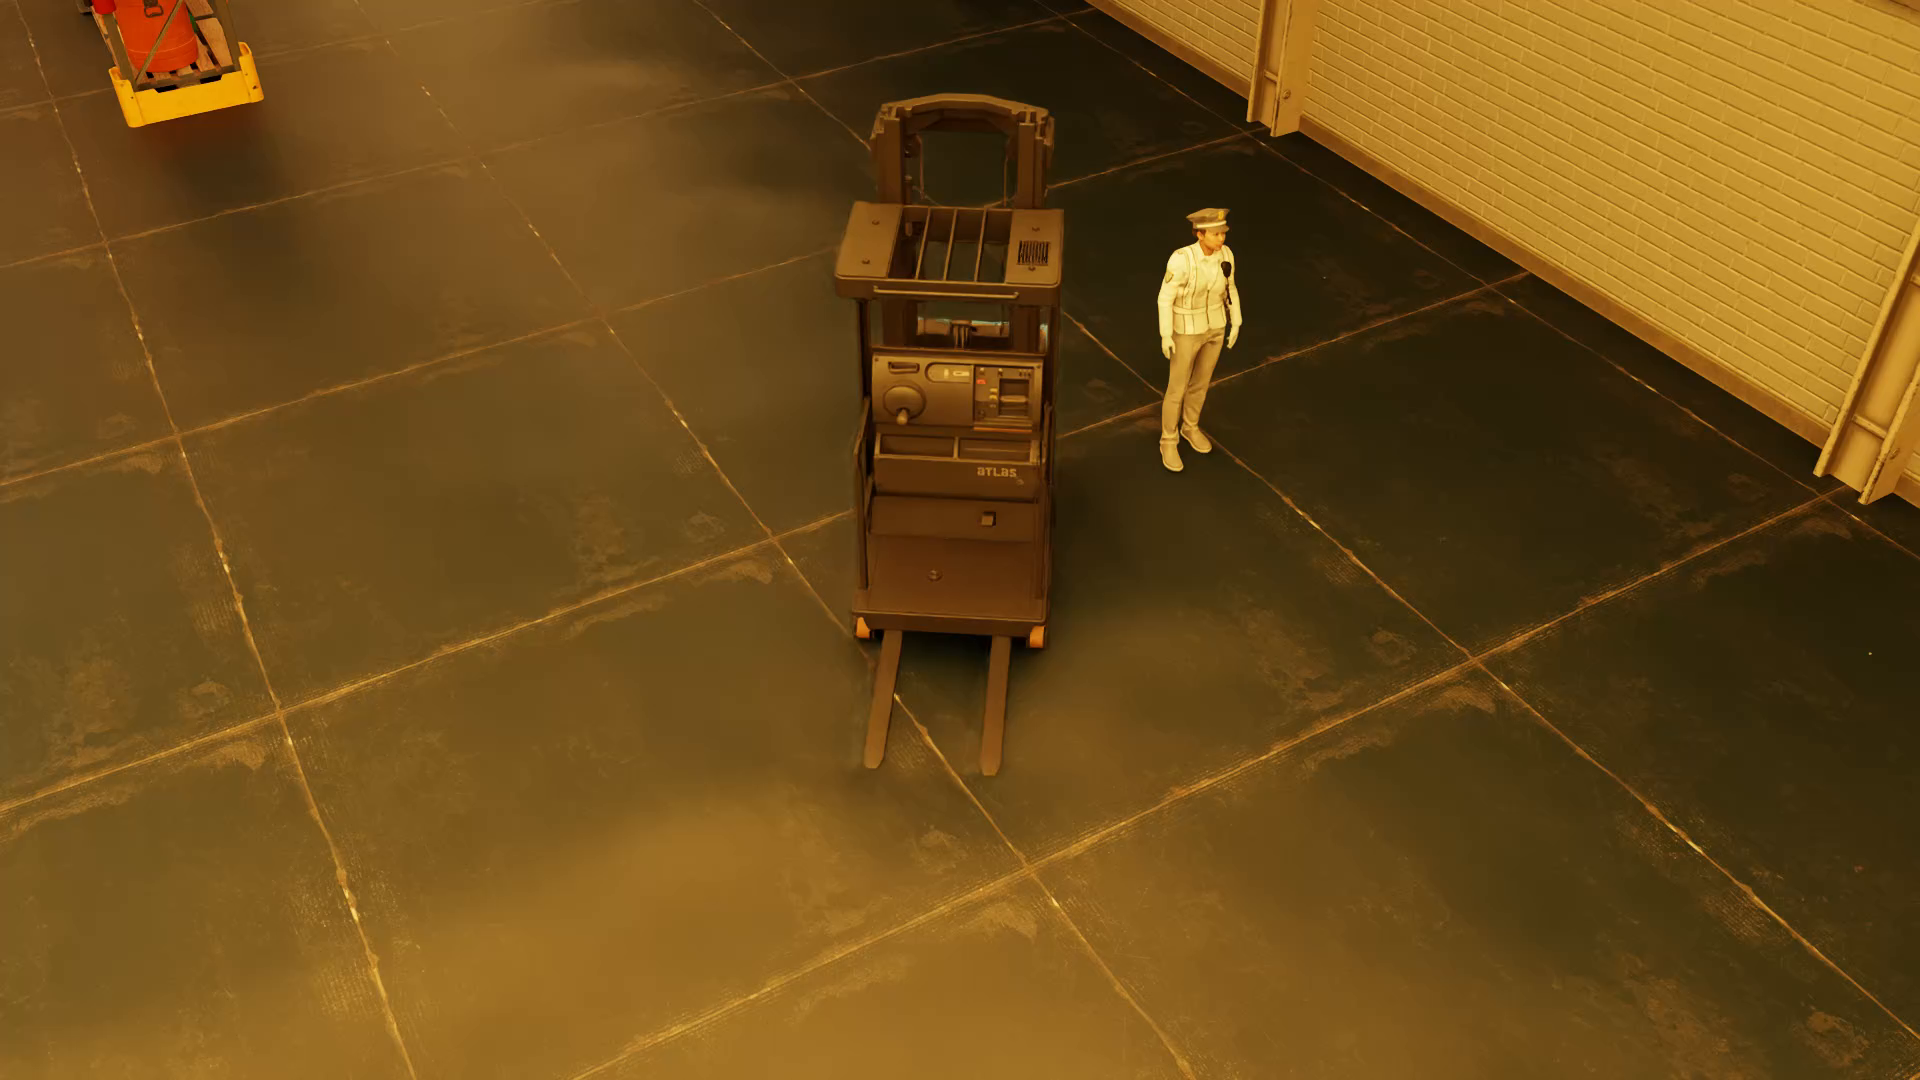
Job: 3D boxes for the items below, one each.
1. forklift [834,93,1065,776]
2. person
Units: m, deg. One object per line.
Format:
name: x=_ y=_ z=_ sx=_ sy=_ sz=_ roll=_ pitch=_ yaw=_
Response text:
forklift: x=-0.031 y=-0.729 z=8.915 sx=1.130 sy=2.935 sz=3.031 roll=3 pitch=40 yaw=4
person: x=1.545 y=-1.303 z=10.565 sx=0.588 sy=1.696 sz=0.530 roll=-15 pitch=42 yaw=-17
